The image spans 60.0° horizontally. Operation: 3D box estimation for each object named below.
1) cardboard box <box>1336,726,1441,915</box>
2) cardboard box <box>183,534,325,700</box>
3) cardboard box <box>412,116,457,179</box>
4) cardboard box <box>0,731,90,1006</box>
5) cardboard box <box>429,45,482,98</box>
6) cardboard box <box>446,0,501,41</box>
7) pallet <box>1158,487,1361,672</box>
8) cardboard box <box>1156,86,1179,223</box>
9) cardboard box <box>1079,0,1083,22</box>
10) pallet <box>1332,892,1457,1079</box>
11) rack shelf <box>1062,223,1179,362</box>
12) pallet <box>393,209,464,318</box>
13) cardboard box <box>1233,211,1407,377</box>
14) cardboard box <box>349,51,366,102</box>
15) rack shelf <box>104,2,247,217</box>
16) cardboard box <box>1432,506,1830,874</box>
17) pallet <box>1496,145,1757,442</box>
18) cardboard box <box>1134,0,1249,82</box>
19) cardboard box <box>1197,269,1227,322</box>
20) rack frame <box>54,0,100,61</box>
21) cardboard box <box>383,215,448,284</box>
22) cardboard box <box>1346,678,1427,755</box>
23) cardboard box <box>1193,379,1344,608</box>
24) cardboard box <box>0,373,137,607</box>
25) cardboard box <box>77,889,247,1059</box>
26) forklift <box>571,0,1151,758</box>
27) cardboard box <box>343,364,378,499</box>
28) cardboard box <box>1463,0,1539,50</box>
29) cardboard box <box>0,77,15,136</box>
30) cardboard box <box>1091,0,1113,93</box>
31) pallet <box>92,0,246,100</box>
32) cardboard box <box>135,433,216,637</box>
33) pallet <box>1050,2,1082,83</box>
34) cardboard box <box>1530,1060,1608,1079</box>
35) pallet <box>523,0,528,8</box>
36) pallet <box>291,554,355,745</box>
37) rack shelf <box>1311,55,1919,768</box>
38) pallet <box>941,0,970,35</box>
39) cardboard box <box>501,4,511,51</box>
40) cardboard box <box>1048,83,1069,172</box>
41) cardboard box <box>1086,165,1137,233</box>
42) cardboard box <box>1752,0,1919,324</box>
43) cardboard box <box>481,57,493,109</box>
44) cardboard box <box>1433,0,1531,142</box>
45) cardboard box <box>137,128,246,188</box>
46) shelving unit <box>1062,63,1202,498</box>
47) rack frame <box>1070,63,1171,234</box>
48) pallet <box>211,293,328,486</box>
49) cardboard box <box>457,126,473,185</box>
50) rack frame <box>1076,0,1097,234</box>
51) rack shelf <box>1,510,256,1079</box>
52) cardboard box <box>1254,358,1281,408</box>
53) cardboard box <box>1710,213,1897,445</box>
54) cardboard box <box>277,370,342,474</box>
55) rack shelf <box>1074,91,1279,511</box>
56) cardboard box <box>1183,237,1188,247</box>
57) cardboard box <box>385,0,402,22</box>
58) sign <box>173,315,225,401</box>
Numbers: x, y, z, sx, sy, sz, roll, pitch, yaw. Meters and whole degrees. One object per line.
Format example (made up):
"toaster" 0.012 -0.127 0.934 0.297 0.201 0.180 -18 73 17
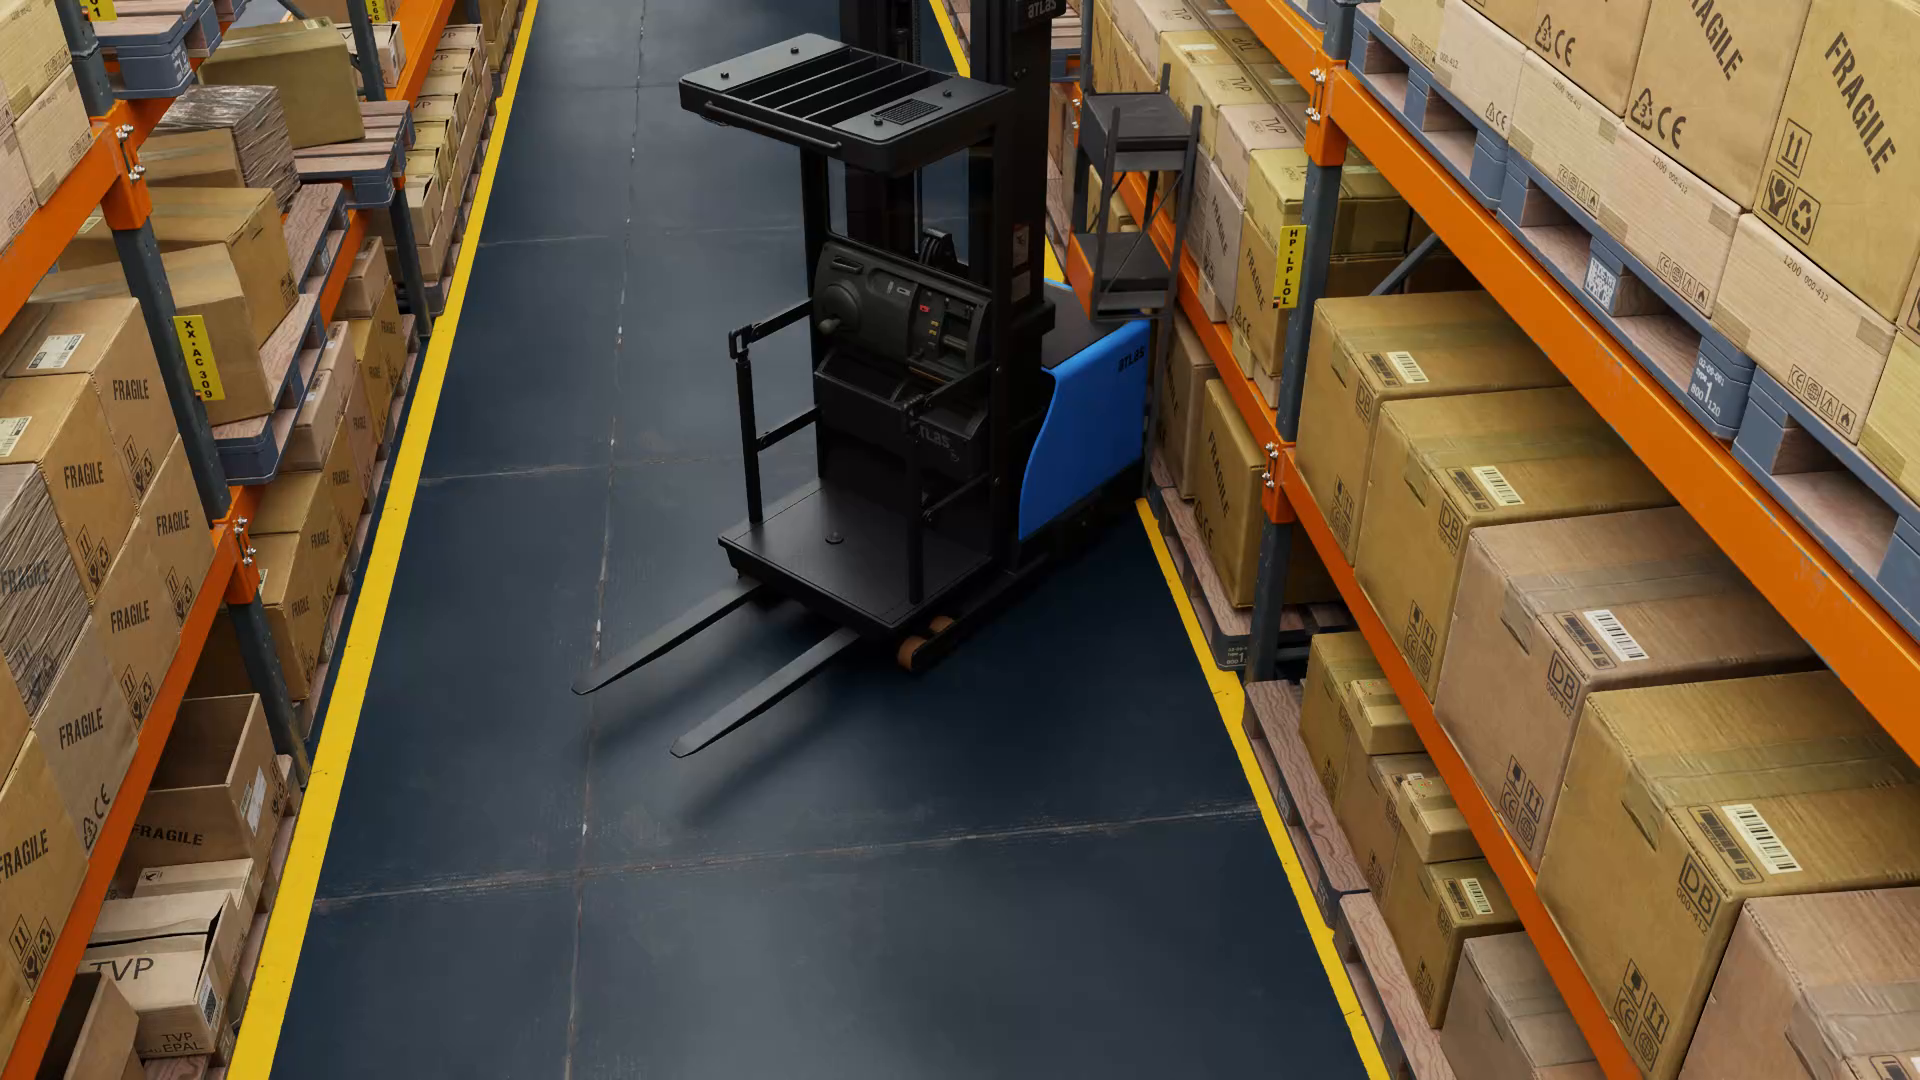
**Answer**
"cardboard box" 1.809 0.966 6.015 0.700 0.500 0.500 -5 35 -7
"cardboard box" -2.986 0.341 6.915 0.500 0.500 0.500 -6 35 -9
"cardboard box" -3.625 -2.615 10.994 0.500 0.311 0.500 -5 35 -8
"cardboard box" -2.628 0.855 4.244 0.500 0.500 0.500 -4 34 -6
"cardboard box" -3.824 -3.461 12.236 0.500 0.311 0.500 -3 34 -5
"cardboard box" -3.991 -4.316 13.322 0.500 0.500 0.500 -4 35 -6
"pallet" 1.567 0.128 7.874 1.003 0.211 1.213 -4 35 -6
"cardboard box" 1.224 -1.853 7.935 0.500 0.500 0.500 -3 34 -5
"cardboard box" 1.134 -3.316 9.972 0.700 0.500 0.500 -8 35 -12
"pallet" 1.938 1.666 5.618 1.003 0.211 1.213 -4 35 -6
"rack shelf" 0.762 -1.182 8.055 0.431 0.518 0.480 -4 38 -10
"pallet" -3.773 -1.764 10.651 1.003 0.211 1.213 -4 35 -6
"cardboard box" 1.434 -1.010 6.698 0.500 0.500 0.500 -5 35 -7
"cardboard box" -3.706 -2.623 9.515 0.500 0.311 0.500 -2 34 -3
"rack shelf" -3.432 -2.280 6.907 1.077 0.370 4.000 -4 35 -6
"cardboard box" 2.003 0.394 4.742 0.980 0.700 0.700 -6 35 -9
"pallet" 2.006 -0.665 3.978 1.003 0.211 1.213 -4 35 -6
"cardboard box" 1.157 -2.462 8.163 0.500 0.250 0.500 -4 34 -6
"cardboard box" 1.278 -1.101 7.407 0.380 0.149 0.250 -4 35 -6
"rack frame" -3.163 -2.701 4.222 1.000 3.000 0.127 -4 35 -6
"cardboard box" -3.480 -1.806 10.305 0.500 0.250 0.500 -4 35 -7
"cardboard box" 1.610 0.622 5.944 0.380 0.149 0.250 -3 34 -5
"cardboard box" 1.529 -0.237 7.470 0.750 0.750 0.750 -4 34 -6
"cardboard box" -2.767 -0.128 4.797 0.500 0.500 0.500 -5 35 -7
"cardboard box" -2.704 1.423 5.496 0.500 0.311 0.500 -4 35 -6
"forklift" -0.401 -0.940 7.027 1.130 2.935 3.031 25 42 32
"cardboard box" -3.196 -0.517 8.175 0.500 0.500 0.500 -6 35 -8
"cardboard box" 1.639 -1.596 4.270 0.500 0.500 0.500 -5 35 -7
"cardboard box" -2.764 -1.076 4.191 0.500 0.250 0.500 -4 35 -6
"cardboard box" 1.019 -2.713 9.197 0.500 0.500 0.500 -3 34 -5
"pallet" -3.181 -1.753 5.662 1.213 0.211 1.003 -4 35 -6
"cardboard box" -2.841 -0.003 5.503 0.500 0.500 0.500 -4 34 -6
"pallet" 1.006 -3.141 10.366 1.213 0.211 1.003 -4 35 -6
"cardboard box" 2.023 1.830 4.747 0.700 0.500 0.500 -4 35 -7
"pallet" -4.632 -5.342 15.902 1.003 0.211 1.213 -4 35 -6
"pallet" -3.310 0.480 7.359 1.003 0.211 1.213 -4 35 -6
"rack shelf" 2.014 -0.425 4.185 1.077 0.370 4.000 -4 35 -6
"pallet" 0.377 -4.965 15.349 1.003 0.211 1.213 -4 35 -6
"cardboard box" -4.063 -4.284 13.942 0.500 0.250 0.500 -4 35 -6
"cardboard box" 1.010 -2.949 11.743 0.700 0.500 0.500 -5 35 -7
"cardboard box" 1.176 -1.696 9.611 0.750 0.750 0.750 -5 35 -7
"cardboard box" 1.858 -0.737 3.010 0.500 0.500 0.500 -3 34 -5
"cardboard box" -3.896 -3.514 12.811 0.500 0.250 0.500 -5 35 -7
"cardboard box" 1.632 -1.300 4.502 0.500 0.250 0.500 -5 35 -7
"cardboard box" -3.461 -1.418 7.205 0.700 0.500 0.500 -13 36 -18
"shelving unit" 0.763 -1.193 8.047 0.431 2.100 0.503 -4 38 -10
"rack frame" 0.720 -1.339 8.237 0.400 2.100 0.015 -4 38 -10
"pallet" -3.162 -0.597 6.632 1.003 0.211 1.213 -4 35 -6
"cardboard box" -3.693 -2.662 11.561 0.500 0.250 0.500 -4 34 -5
"rack frame" 1.208 -2.831 9.741 1.000 3.000 0.127 -4 35 -6
"rack shelf" -2.894 1.192 4.477 1.077 0.370 4.000 -4 35 -6
"cardboard box" 1.420 -0.671 6.776 0.380 0.149 0.250 -4 34 -6
"cardboard box" 1.851 -0.438 3.237 0.500 0.250 0.500 -6 35 -8
"cardboard box" -3.121 -0.527 7.523 0.500 0.250 0.500 -4 35 -6
"rack shelf" 1.477 -1.418 8.306 1.077 0.370 4.000 -4 35 -6
"cardboard box" 1.268 -1.532 8.040 0.380 0.149 0.250 -3 34 -5
"cardboard box" -4.013 -3.724 10.962 0.500 0.500 0.500 -4 35 -6
"sign" -2.626 -0.625 5.735 0.100 0.325 0.005 -4 35 -6
